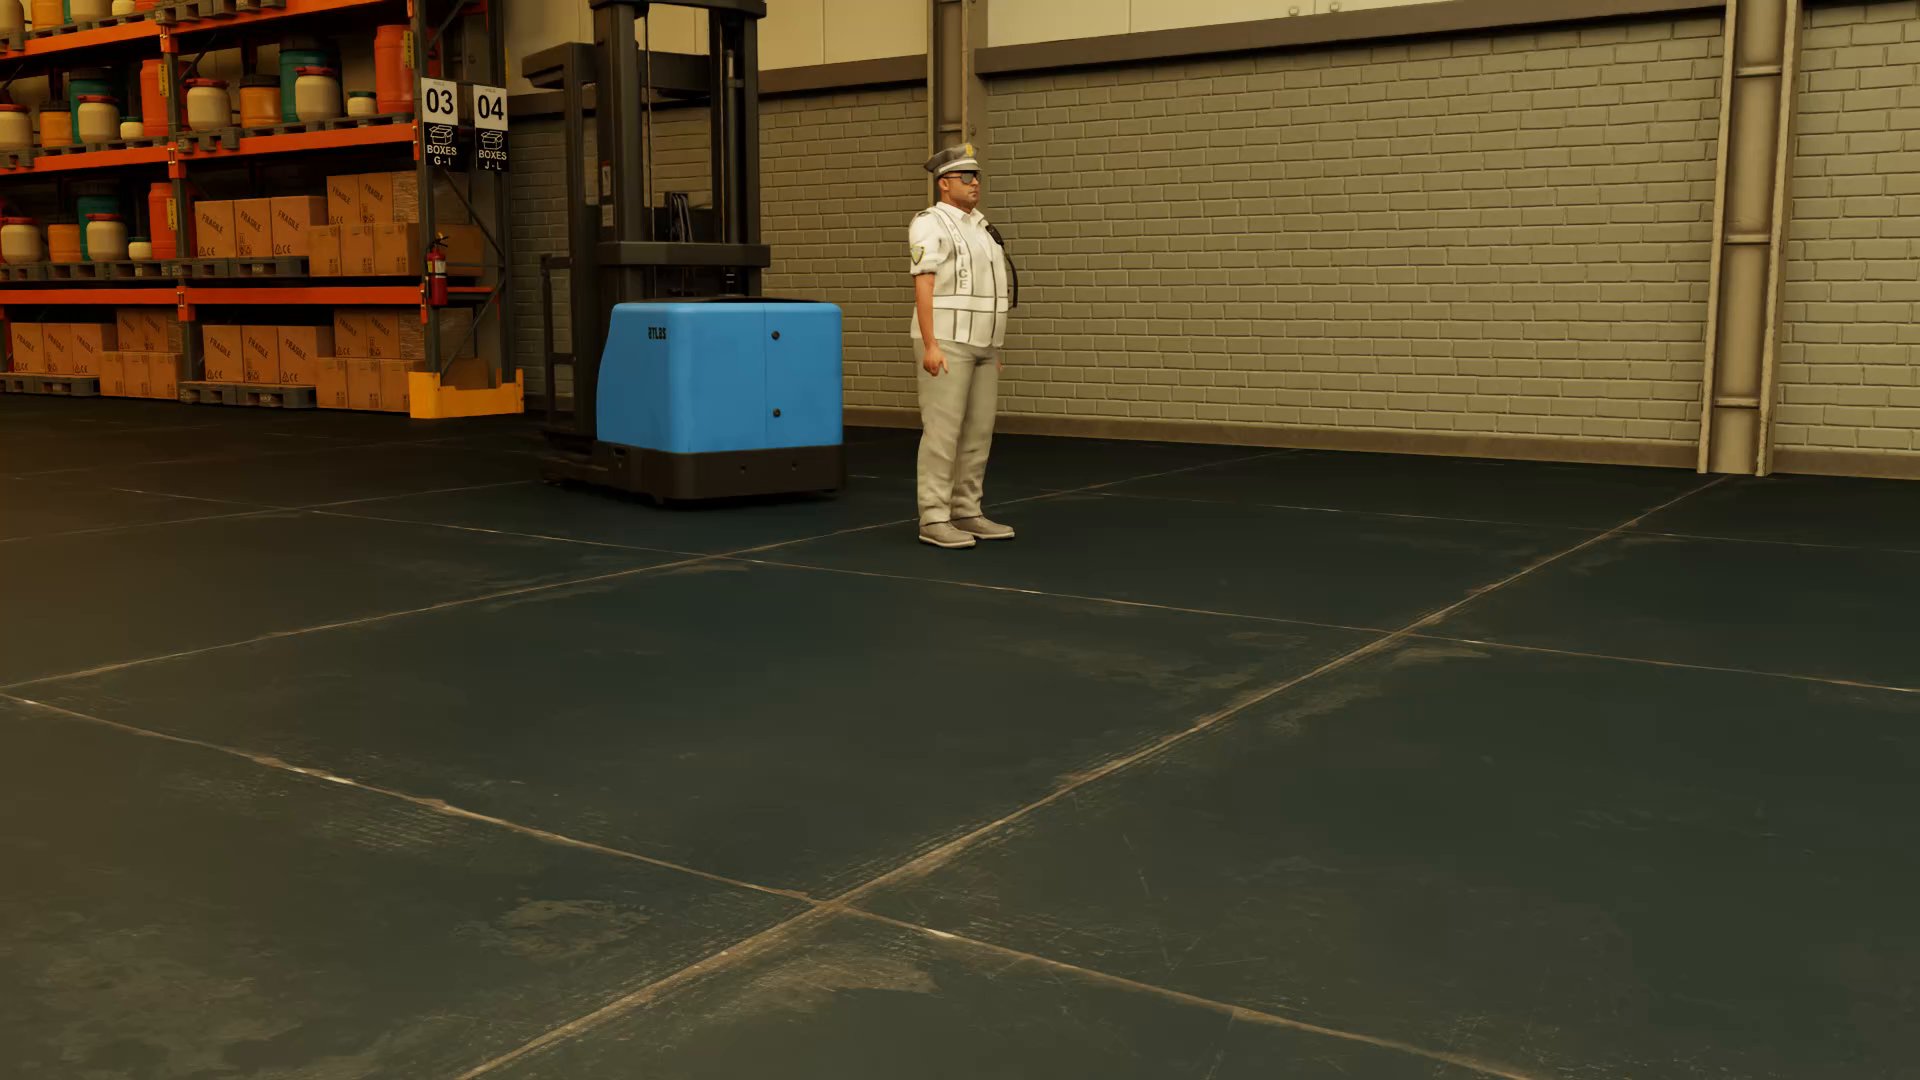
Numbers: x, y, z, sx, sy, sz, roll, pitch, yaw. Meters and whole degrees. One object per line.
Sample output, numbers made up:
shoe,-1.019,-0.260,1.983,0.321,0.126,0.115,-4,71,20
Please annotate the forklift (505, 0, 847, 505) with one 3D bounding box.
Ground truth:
forklift,-1.879,-1.797,9.830,1.130,2.935,3.031,-6,10,-35

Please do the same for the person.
person,0.008,-0.877,7.481,0.407,1.776,0.526,5,10,34
